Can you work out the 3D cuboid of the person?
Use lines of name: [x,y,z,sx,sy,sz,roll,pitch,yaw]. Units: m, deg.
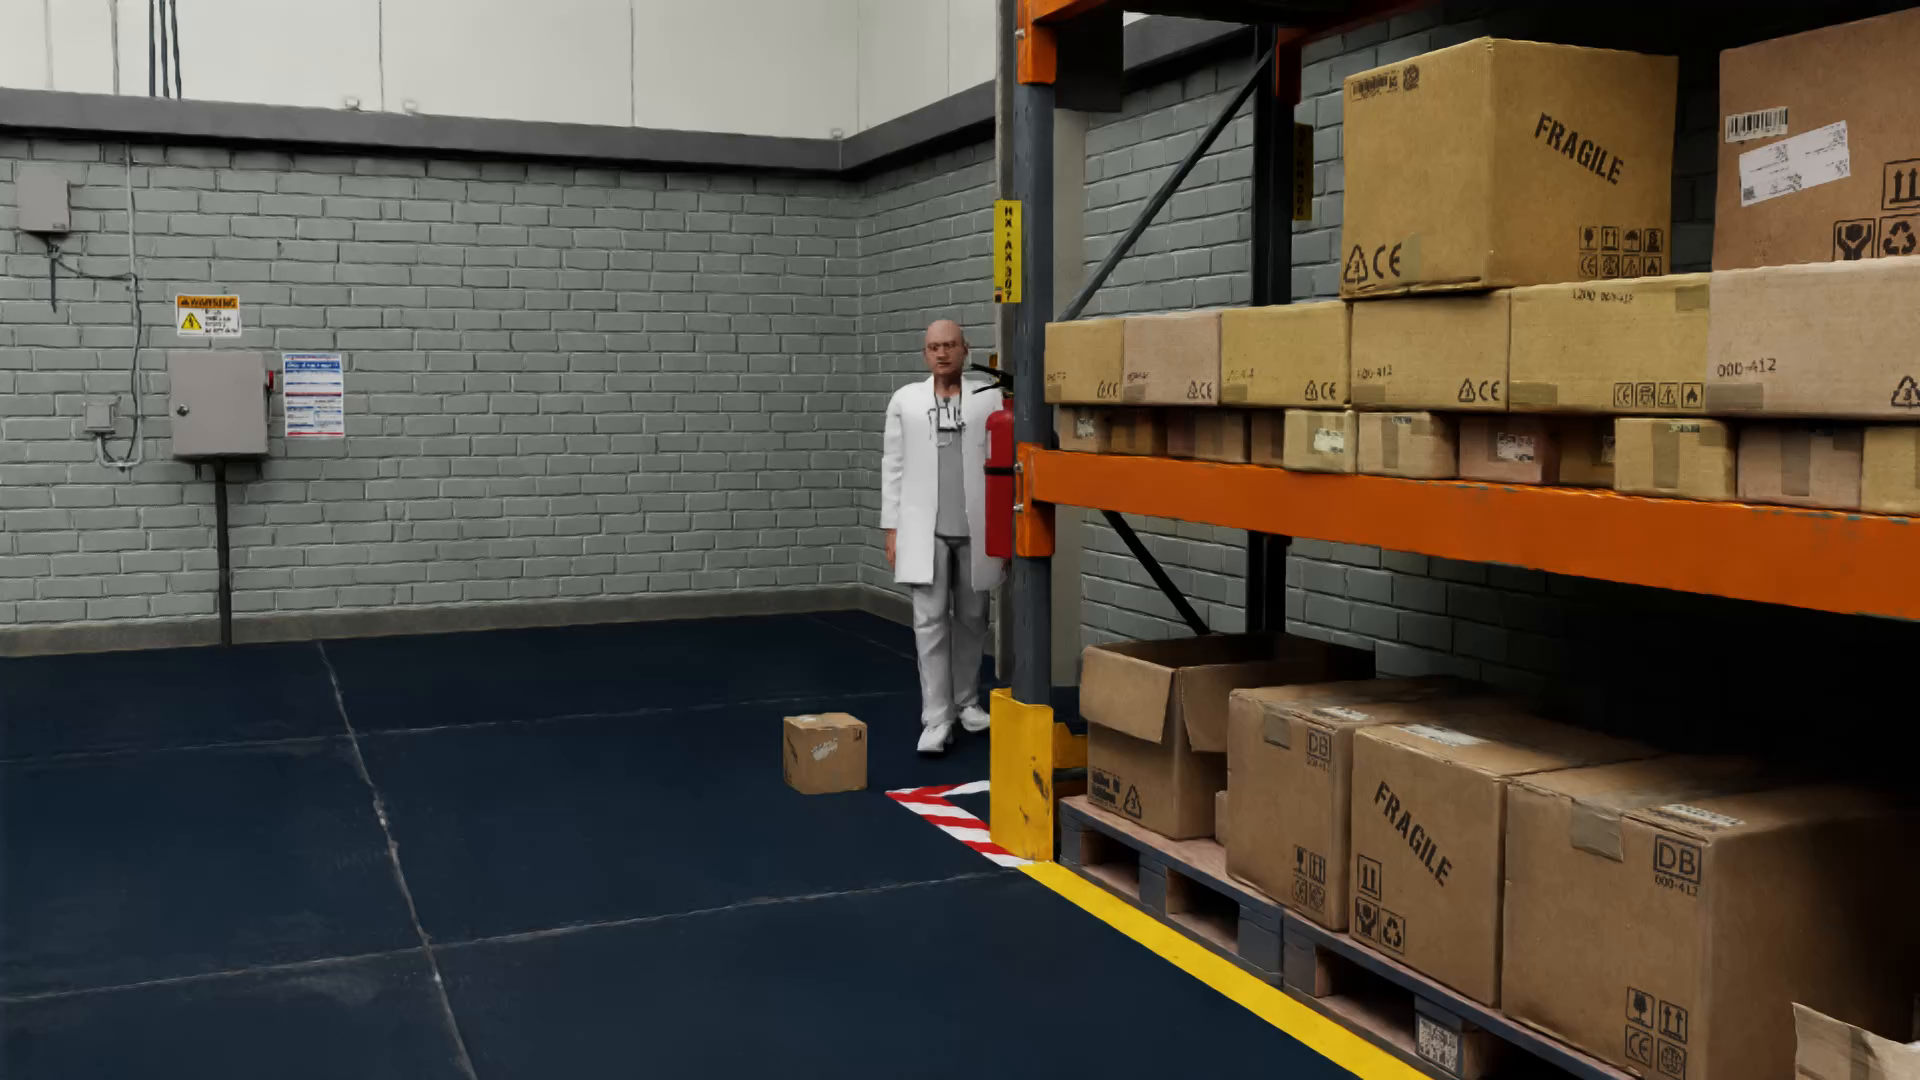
person: [-0.030,-0.037,6.998,0.605,1.775,0.751,-1,5,-6]
